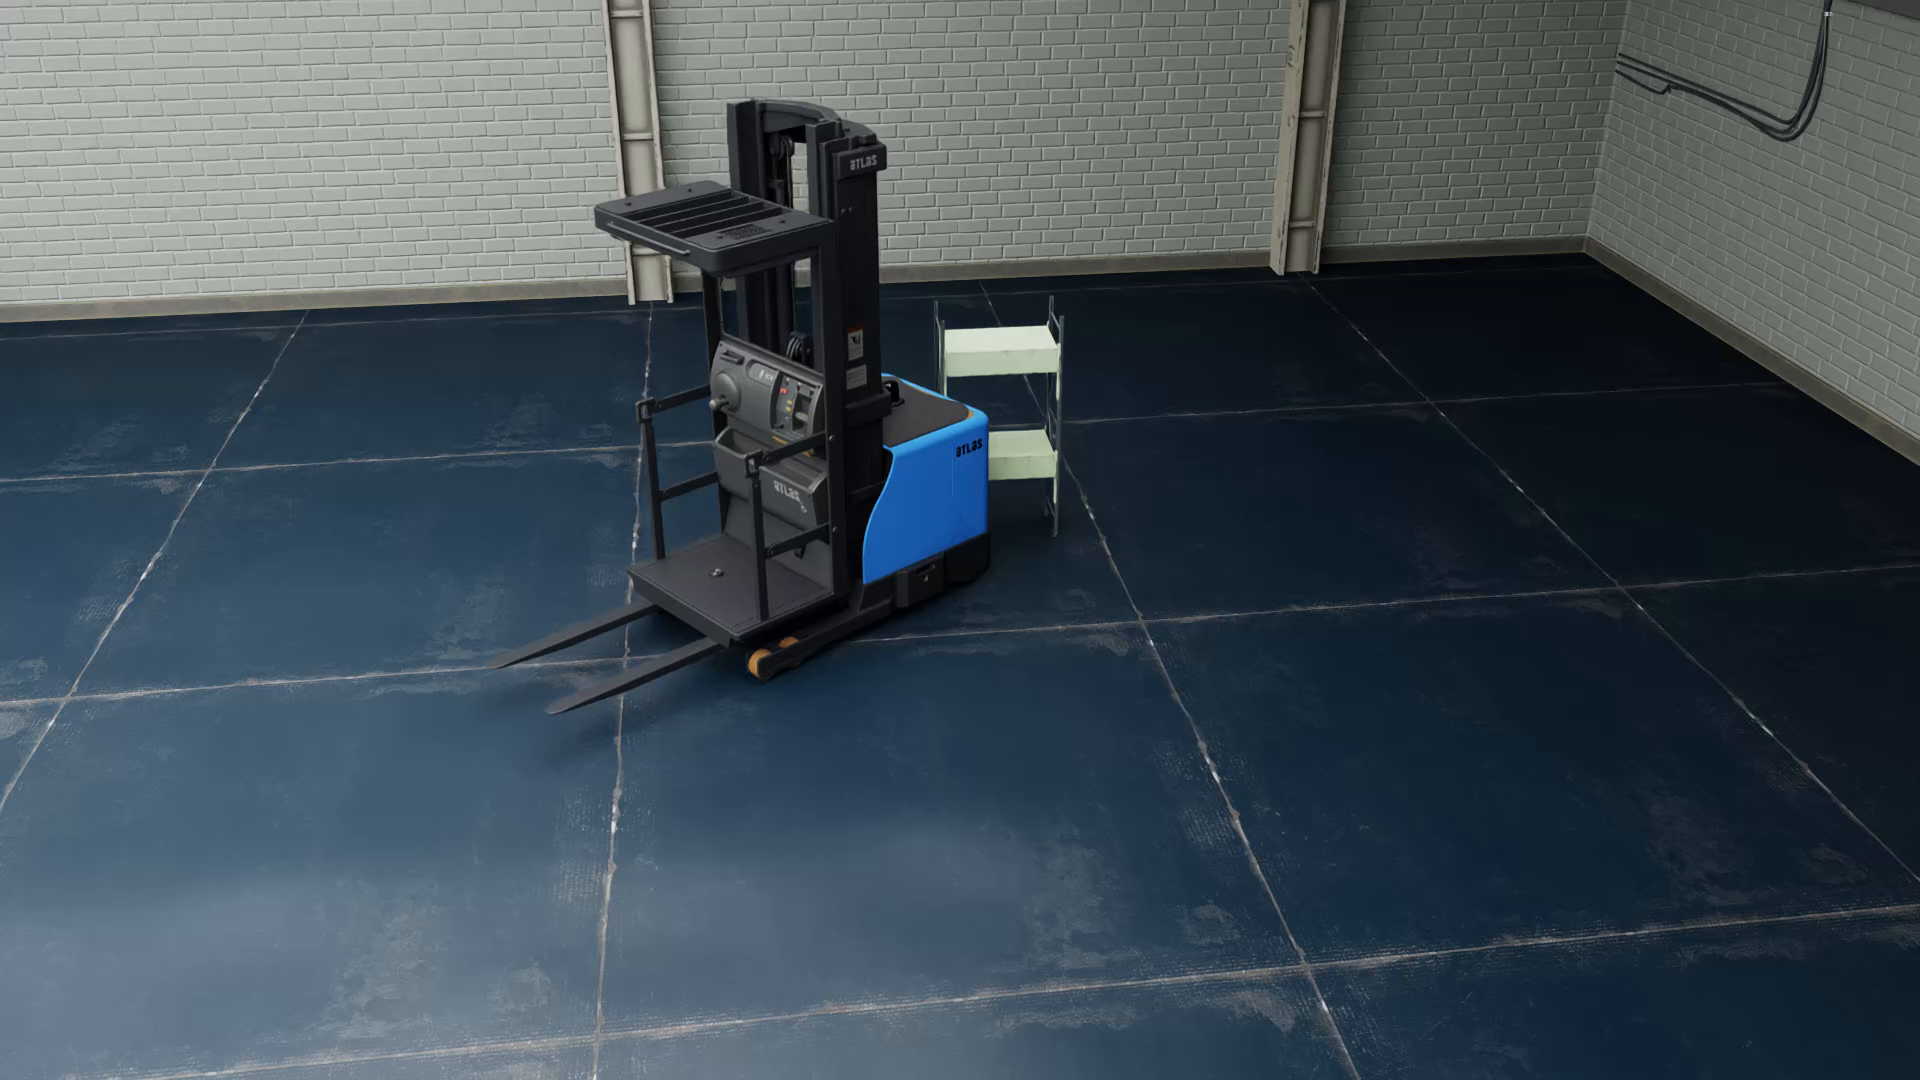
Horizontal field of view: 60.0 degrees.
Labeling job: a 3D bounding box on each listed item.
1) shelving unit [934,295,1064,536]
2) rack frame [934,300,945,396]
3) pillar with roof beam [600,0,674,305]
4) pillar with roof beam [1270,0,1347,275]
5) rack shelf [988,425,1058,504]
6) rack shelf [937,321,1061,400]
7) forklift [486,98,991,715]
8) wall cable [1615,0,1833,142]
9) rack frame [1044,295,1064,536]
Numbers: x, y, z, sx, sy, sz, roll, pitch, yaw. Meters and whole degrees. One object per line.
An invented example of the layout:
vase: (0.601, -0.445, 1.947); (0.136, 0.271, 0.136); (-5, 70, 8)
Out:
shelving unit: (0.235, -0.762, 10.592); (0.755, 1.500, 0.431); (-3, 27, -6)
rack frame: (-0.128, -0.742, 10.553); (0.023, 1.500, 0.400); (-3, 27, -6)
pillar with roof beam: (-2.181, -4.242, 9.160); (0.400, 9.000, 9.100); (-4, 27, -7)
pillar with roof beam: (3.761, -4.624, 9.904); (0.400, 9.000, 9.100); (-4, 27, -7)
rack shelf: (0.235, -0.472, 10.741); (0.720, 0.370, 0.431); (-3, 27, -6)
rack shelf: (0.235, -1.109, 10.414); (0.720, 0.370, 0.431); (-3, 27, -6)
forklift: (-1.228, -0.797, 9.093); (3.031, 2.935, 1.130); (-23, 35, -38)
wall cable: (6.263, -4.778, 13.606); (0.112, 2.526, 3.097); (-4, 27, -7)
rack frame: (0.599, -0.783, 10.632); (0.023, 1.500, 0.400); (-3, 27, -6)
